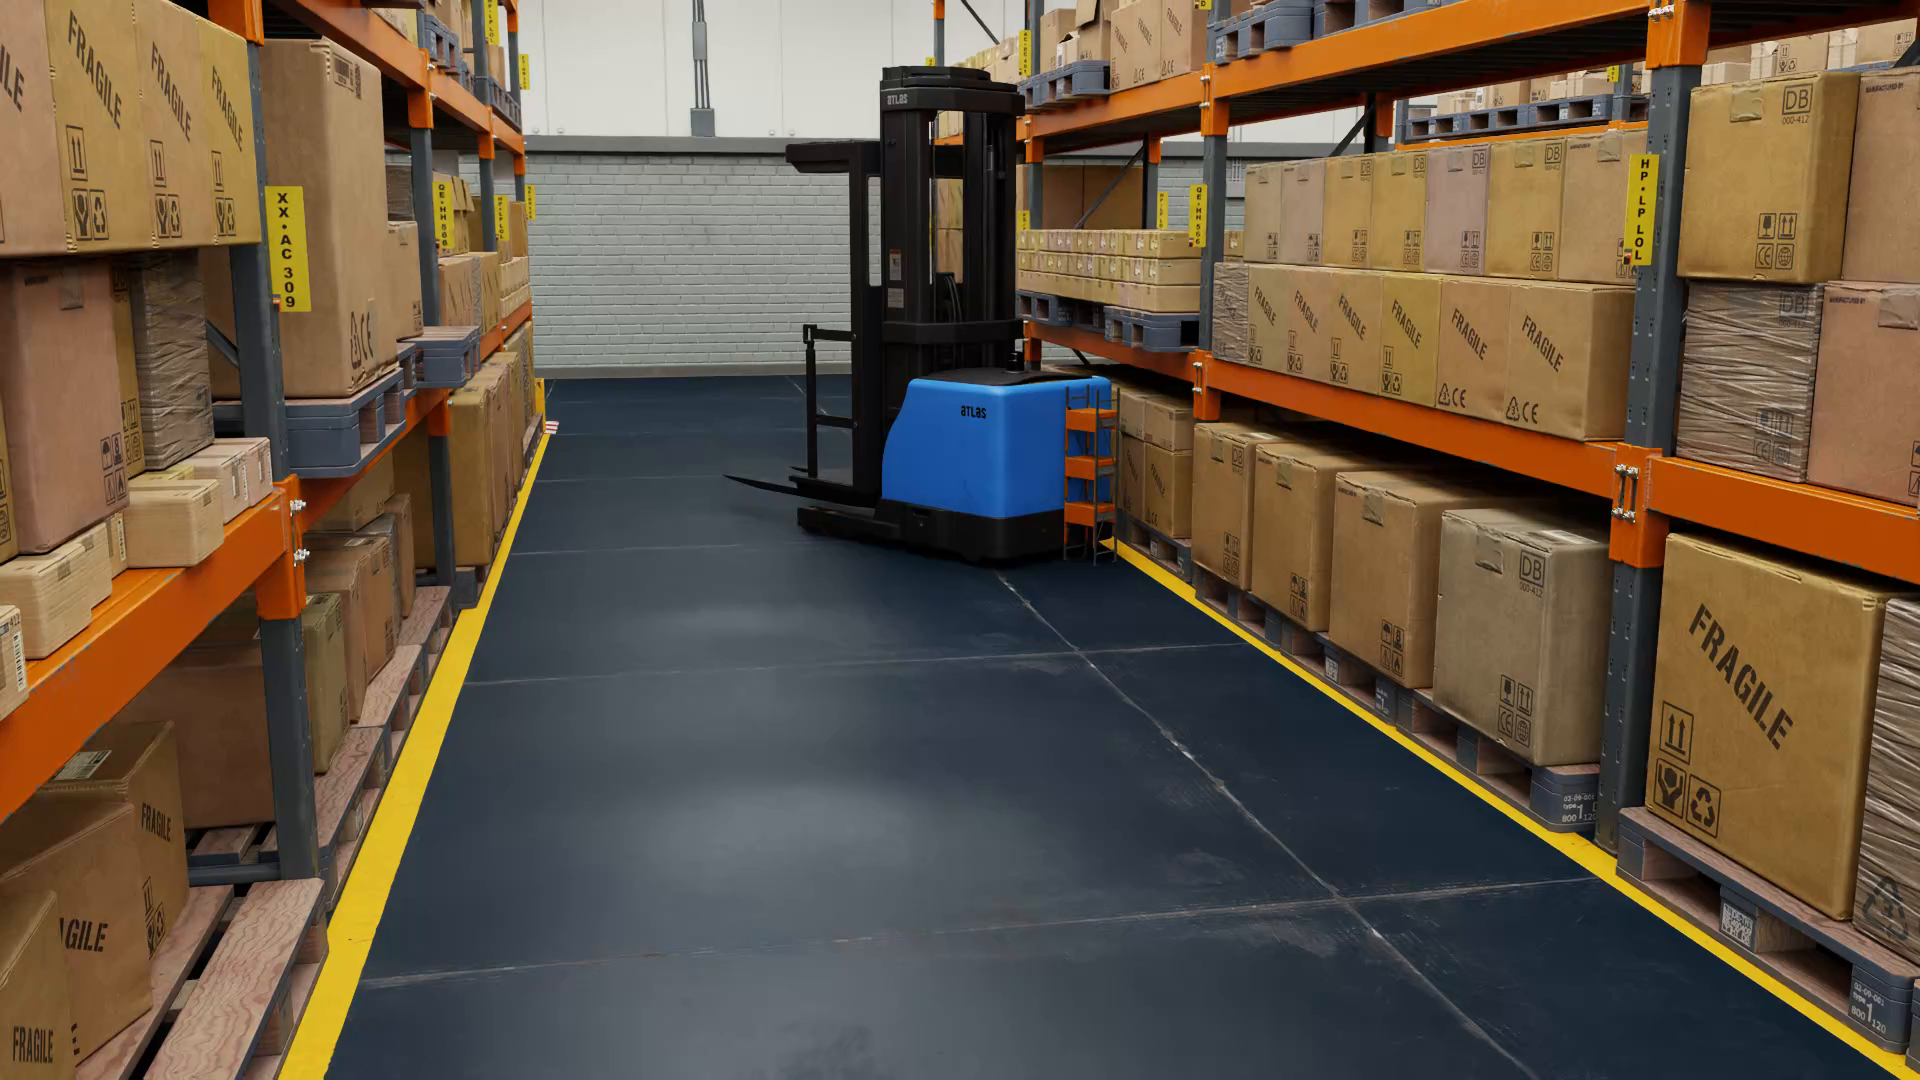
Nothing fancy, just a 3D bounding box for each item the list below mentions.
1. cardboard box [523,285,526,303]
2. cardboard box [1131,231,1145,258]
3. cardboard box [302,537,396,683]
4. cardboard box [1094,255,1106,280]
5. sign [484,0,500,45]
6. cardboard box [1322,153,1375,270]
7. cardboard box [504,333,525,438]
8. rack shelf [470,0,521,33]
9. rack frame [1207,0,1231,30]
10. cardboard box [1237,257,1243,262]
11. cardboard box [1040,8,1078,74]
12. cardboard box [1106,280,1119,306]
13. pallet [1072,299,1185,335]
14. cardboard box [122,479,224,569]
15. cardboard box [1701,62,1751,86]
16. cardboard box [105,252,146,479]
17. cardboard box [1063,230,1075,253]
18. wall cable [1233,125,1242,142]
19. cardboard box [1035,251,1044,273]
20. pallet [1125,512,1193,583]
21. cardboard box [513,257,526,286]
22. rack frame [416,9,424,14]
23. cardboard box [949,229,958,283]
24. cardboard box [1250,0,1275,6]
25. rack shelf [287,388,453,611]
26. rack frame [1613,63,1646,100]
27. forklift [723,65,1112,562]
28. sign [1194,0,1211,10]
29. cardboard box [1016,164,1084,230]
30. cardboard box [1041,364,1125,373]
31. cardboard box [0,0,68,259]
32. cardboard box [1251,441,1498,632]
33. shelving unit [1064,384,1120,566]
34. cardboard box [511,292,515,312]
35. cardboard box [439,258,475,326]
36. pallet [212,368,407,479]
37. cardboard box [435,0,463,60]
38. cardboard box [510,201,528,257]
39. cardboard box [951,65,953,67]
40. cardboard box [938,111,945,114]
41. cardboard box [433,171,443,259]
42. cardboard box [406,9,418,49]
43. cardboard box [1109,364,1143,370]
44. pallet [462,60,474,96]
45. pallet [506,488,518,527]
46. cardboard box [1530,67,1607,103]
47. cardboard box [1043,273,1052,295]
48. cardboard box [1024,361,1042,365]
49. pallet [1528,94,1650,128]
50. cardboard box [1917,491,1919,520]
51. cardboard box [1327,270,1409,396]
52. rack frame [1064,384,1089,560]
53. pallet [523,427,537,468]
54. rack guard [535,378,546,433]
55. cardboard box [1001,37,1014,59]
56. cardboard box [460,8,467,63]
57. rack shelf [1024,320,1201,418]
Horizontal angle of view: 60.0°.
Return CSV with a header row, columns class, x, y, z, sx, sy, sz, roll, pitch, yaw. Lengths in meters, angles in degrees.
class,x,y,z,sx,sy,sz,roll,pitch,yaw
cardboard box,-4.101,-2.205,14.929,0.380,0.149,0.250,-2,11,-10
cardboard box,1.208,-1.710,9.617,0.380,0.149,0.250,-2,11,-12
cardboard box,-2.698,0.285,6.685,0.700,0.500,0.500,-1,11,-6
cardboard box,1.055,-1.708,10.399,0.380,0.149,0.250,-2,11,-11
sign,-3.333,-3.691,11.821,0.100,0.325,0.005,-2,11,-11
cardboard box,2.079,-1.487,7.543,0.700,0.500,0.500,-2,11,-12
cardboard box,-4.088,-1.239,13.744,0.875,0.875,0.875,-2,11,-11
rack shelf,-4.252,-4.552,13.537,1.077,0.370,4.000,-2,11,-11
rack frame,1.800,-4.163,8.501,1.000,3.000,0.127,-2,11,-11
cardboard box,1.848,-1.590,9.783,0.380,0.149,0.250,-2,11,-8
cardboard box,0.987,-3.605,12.201,0.700,0.500,0.500,-2,11,-11
cardboard box,1.111,-1.511,10.162,0.380,0.149,0.250,-2,11,-12
pallet,1.374,-1.483,10.979,1.003,0.211,1.213,-2,11,-11
cardboard box,-1.790,-0.032,3.515,0.380,0.149,0.250,-2,11,-11
cardboard box,5.760,-3.468,12.375,0.380,0.166,0.250,-3,11,-15
cardboard box,-2.218,-0.338,3.386,0.875,0.500,0.500,-2,11,-11
cardboard box,0.900,-1.998,11.131,0.380,0.149,0.250,-2,11,-9
wall cable,3.697,-6.862,22.680,0.463,3.000,0.029,-2,11,-11
cardboard box,0.750,-1.995,11.907,0.380,0.149,0.250,-2,11,-10
pallet,1.649,0.011,10.076,1.003,0.211,1.213,-2,11,-11
cardboard box,-4.189,-2.421,15.001,0.500,0.250,0.500,-2,11,-12
rack frame,-3.085,-4.001,7.650,1.000,3.000,0.127,-2,11,-11
cardboard box,0.189,-2.689,15.737,0.500,0.500,0.500,-2,11,-11
cardboard box,1.725,-2.760,8.001,0.500,0.311,0.500,-2,11,-11
rack shelf,-2.696,-0.334,6.351,1.077,0.370,4.000,-2,11,-11
rack frame,5.858,-5.095,13.398,1.000,3.000,0.127,-2,11,-11
forklift,-0.426,-1.525,10.868,1.130,2.935,3.031,-10,15,-42
sign,1.267,-2.924,8.631,0.100,0.325,0.005,-2,11,-11
cardboard box,0.665,-2.712,13.187,0.500,0.500,0.500,-3,11,-13
cardboard box,0.906,-1.151,12.278,0.500,0.250,0.500,-3,11,-14
cardboard box,-1.661,-0.659,2.399,0.500,0.500,0.500,-2,11,-11
cardboard box,2.003,-0.042,7.787,1.050,0.750,0.750,-2,11,-10
shelving unit,0.785,-0.389,9.935,0.215,1.050,0.252,-10,15,-42
cardboard box,-3.800,-1.922,13.444,0.380,0.149,0.250,-2,11,-12
cardboard box,-3.119,-1.390,9.712,0.500,0.500,0.500,-2,11,-12
pallet,-2.313,-0.372,5.139,1.003,0.211,1.213,-2,11,-11
cardboard box,-3.741,-3.410,11.180,0.700,0.500,0.500,-2,11,-10
cardboard box,-4.289,-2.882,15.417,0.500,0.500,0.500,-2,11,-10
cardboard box,0.096,-4.357,15.540,0.380,0.149,0.250,-2,11,-11
cardboard box,0.076,-4.237,15.975,0.500,0.250,0.500,-2,11,-10
cardboard box,-3.336,-1.850,9.444,0.797,0.503,0.637,-2,11,-10
cardboard box,-2.752,-2.376,7.534,0.500,0.250,0.500,-2,11,-11
cardboard box,1.415,-1.169,12.371,0.500,0.250,0.500,-2,11,-13
pallet,-3.637,-3.001,10.929,0.805,0.209,1.217,-3,11,-13
pallet,-3.639,-0.279,11.597,1.003,0.211,1.213,-2,11,-11
cardboard box,5.564,-4.174,14.914,0.797,0.503,0.637,-1,11,-7
cardboard box,0.799,-1.801,11.683,0.380,0.149,0.250,-2,11,-10
cardboard box,0.595,-1.693,16.480,0.380,0.149,0.250,-2,11,-10
pallet,5.709,-3.728,14.477,1.003,0.211,1.213,-2,11,-11
cardboard box,2.780,-0.285,3.771,0.875,0.550,0.550,-2,11,-11
cardboard box,1.916,-0.896,7.112,0.500,0.500,0.500,-2,11,-12
rack frame,0.702,-0.406,10.022,0.200,1.050,0.008,-10,15,-42
pallet,-4.175,-0.784,14.252,1.003,0.211,1.213,-2,11,-11
rack guard,-4.646,-1.298,16.177,1.175,0.500,0.348,-2,11,-11
cardboard box,0.542,-3.930,13.295,0.380,0.149,0.250,-2,11,-11
cardboard box,-4.074,-3.707,12.470,0.700,0.500,0.500,-3,11,-14
rack shelf,1.411,-1.229,11.056,1.077,0.370,4.000,-2,11,-11
